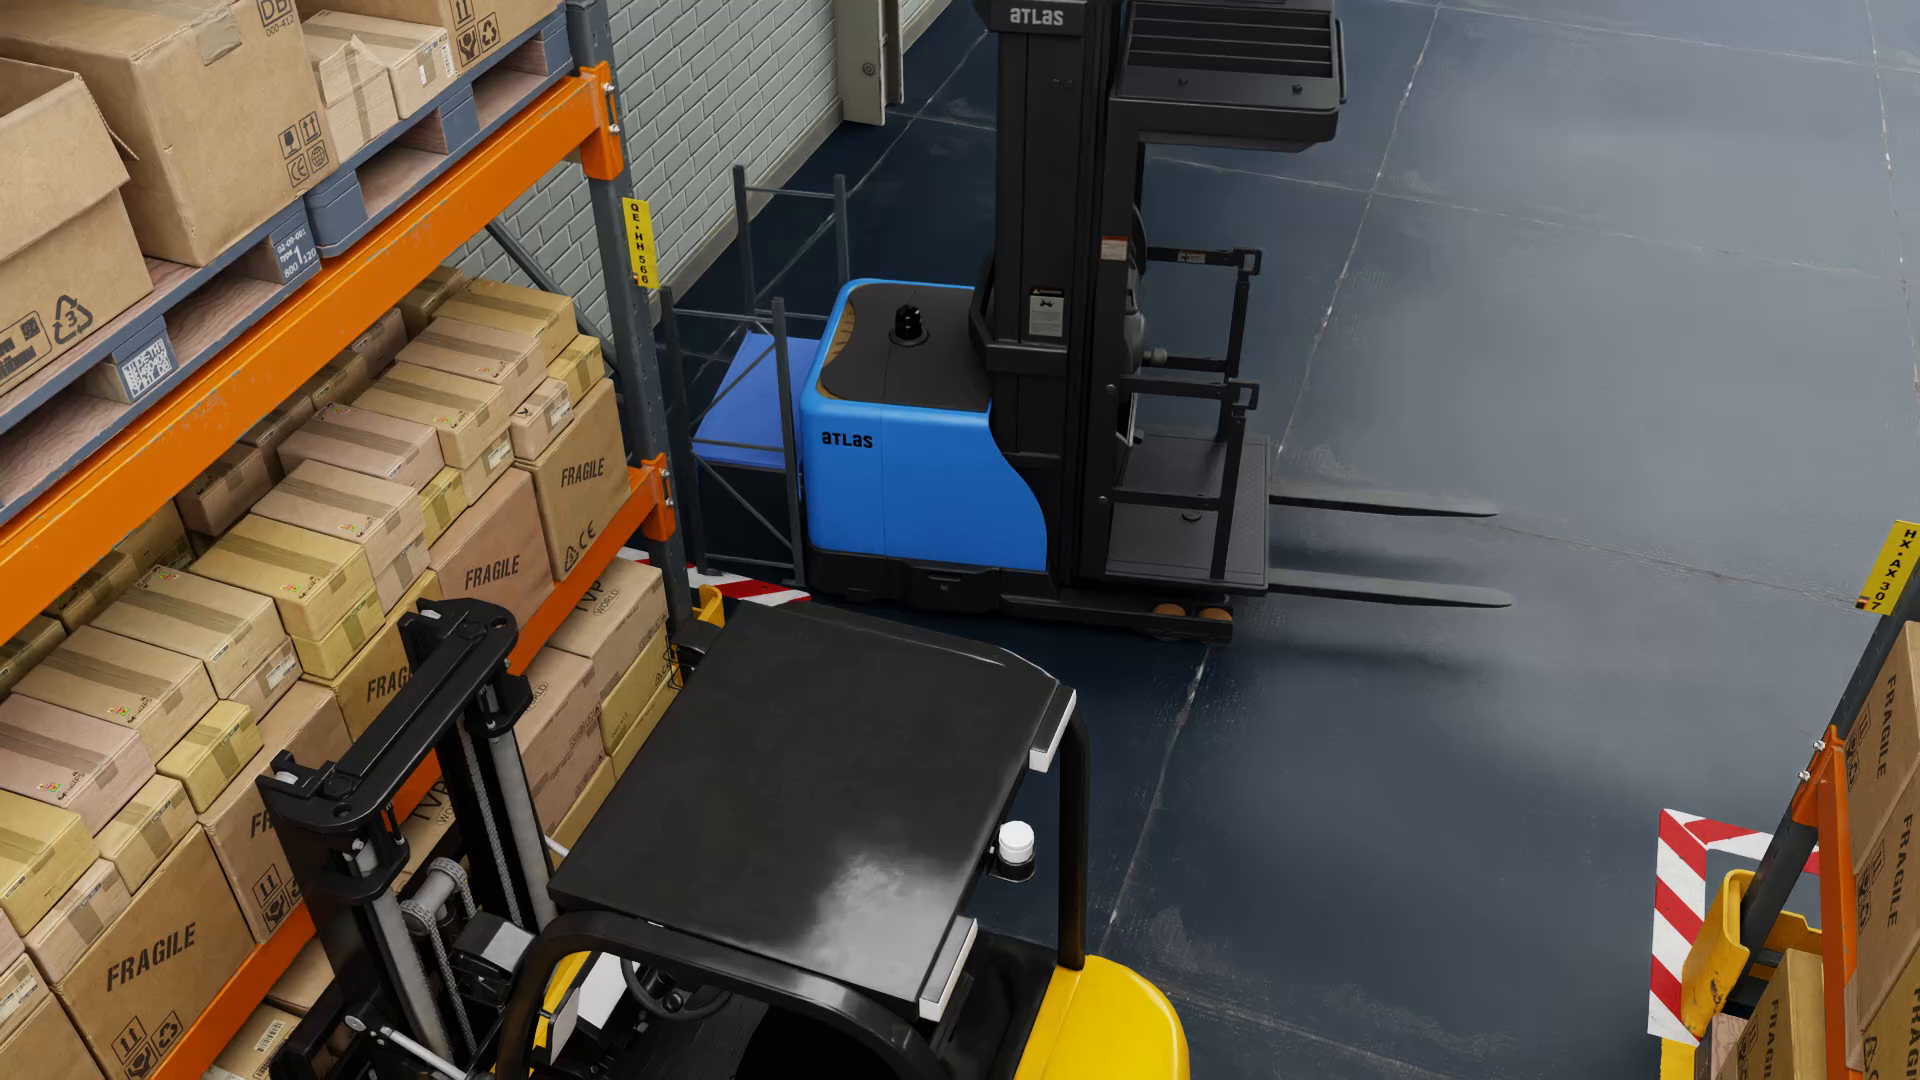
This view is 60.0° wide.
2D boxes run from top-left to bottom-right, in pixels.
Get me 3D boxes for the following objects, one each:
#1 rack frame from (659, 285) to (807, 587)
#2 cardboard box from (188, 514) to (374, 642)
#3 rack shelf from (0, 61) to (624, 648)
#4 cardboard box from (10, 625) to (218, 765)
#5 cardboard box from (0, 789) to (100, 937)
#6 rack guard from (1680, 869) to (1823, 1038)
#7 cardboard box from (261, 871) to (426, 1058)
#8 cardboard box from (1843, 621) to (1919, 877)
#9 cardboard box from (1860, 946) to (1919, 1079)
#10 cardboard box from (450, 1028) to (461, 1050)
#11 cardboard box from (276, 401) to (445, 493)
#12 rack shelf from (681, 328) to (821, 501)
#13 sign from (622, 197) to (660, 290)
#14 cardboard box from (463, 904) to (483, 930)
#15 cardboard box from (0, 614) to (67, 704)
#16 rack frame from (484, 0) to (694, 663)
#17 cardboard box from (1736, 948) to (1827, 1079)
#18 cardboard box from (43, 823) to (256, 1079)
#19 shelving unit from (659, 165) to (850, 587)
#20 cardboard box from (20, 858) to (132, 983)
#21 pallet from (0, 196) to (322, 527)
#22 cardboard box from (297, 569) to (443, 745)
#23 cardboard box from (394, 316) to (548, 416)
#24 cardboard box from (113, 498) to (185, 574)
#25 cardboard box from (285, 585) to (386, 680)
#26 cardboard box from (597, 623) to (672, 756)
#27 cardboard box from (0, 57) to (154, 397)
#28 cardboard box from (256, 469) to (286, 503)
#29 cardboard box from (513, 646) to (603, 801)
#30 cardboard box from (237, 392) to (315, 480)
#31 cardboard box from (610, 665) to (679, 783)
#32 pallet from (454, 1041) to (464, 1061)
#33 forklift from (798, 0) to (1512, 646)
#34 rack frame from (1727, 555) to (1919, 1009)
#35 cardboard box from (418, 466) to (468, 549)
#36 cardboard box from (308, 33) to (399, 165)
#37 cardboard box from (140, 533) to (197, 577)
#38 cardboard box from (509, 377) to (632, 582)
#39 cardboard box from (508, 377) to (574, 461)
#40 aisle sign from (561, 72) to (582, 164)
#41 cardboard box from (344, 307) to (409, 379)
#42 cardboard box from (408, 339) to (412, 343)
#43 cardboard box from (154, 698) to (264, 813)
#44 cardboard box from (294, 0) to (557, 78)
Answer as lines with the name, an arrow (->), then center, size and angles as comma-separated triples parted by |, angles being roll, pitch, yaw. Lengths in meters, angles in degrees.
rack frame -> -0.938, -0.397, 7.013 | 0.500, 1.500, 0.032 | 7, 41, 8
cardboard box -> -1.821, 0.099, 4.471 | 0.380, 0.149, 0.250 | 14, 42, 16
rack shelf -> -2.238, -0.217, 3.890 | 1.077, 0.370, 4.000 | 13, 42, 15
cardboard box -> -2.099, 0.384, 4.136 | 0.380, 0.149, 0.250 | 13, 42, 15
cardboard box -> -2.203, 0.708, 3.757 | 0.380, 0.149, 0.250 | 13, 42, 14
rack guard -> 3.086, 1.527, 5.528 | 1.175, 0.500, 0.348 | 13, 42, 15
cardboard box -> -1.931, 1.217, 4.991 | 0.500, 0.250, 0.500 | 12, 42, 14
cardboard box -> 2.689, 0.606, 4.376 | 0.500, 0.500, 0.500 | 13, 42, 14
cardboard box -> 2.342, 1.234, 3.640 | 0.500, 0.500, 0.500 | 13, 42, 14
cardboard box -> -1.933, 1.600, 5.313 | 0.500, 0.250, 0.500 | 15, 43, 16
cardboard box -> -1.752, -0.244, 4.872 | 0.380, 0.149, 0.250 | 14, 42, 15
rack shelf -> -0.846, -0.585, 7.510 | 0.538, 0.185, 1.000 | 7, 41, 8
sign -> -1.049, -0.971, 5.456 | 0.100, 0.325, 0.005 | 13, 42, 15
cardboard box -> -1.765, 1.116, 5.494 | 0.500, 0.250, 0.500 | 12, 42, 14
cardboard box -> -2.512, 0.289, 4.248 | 0.380, 0.149, 0.250 | 14, 43, 16
rack frame -> -1.554, -0.569, 6.060 | 1.000, 3.000, 0.127 | 13, 42, 15
cardboard box -> 2.569, 1.576, 4.762 | 0.500, 0.500, 0.500 | 12, 42, 14
cardboard box -> -2.190, 0.989, 4.156 | 0.500, 0.500, 0.500 | 13, 42, 15
shelving unit -> -0.846, -0.722, 7.394 | 0.538, 1.500, 1.048 | 7, 41, 8
cardboard box -> -2.170, 0.832, 3.840 | 0.380, 0.149, 0.250 | 13, 42, 15
pallet -> -2.235, -0.505, 3.741 | 1.003, 0.211, 1.213 | 13, 42, 15
cardboard box -> -1.836, 0.378, 4.873 | 0.500, 0.500, 0.500 | 13, 42, 14
cardboard box -> -1.533, -0.545, 5.225 | 0.380, 0.149, 0.250 | 13, 42, 15
cardboard box -> -2.415, -0.042, 4.635 | 0.380, 0.149, 0.250 | 12, 42, 14
cardboard box -> -1.825, 0.207, 4.573 | 0.380, 0.149, 0.250 | 14, 42, 15
cardboard box -> -1.427, 0.493, 6.225 | 0.500, 0.250, 0.500 | 13, 42, 15
cardboard box -> -2.156, -0.673, 3.390 | 0.797, 0.503, 0.637 | 15, 43, 16
cardboard box -> -2.180, -0.237, 5.094 | 0.380, 0.149, 0.250 | 12, 42, 14
cardboard box -> -1.587, 0.599, 5.715 | 0.500, 0.250, 0.500 | 14, 42, 16
cardboard box -> -2.166, -0.346, 4.992 | 0.380, 0.149, 0.250 | 14, 42, 15
cardboard box -> -1.418, 0.674, 6.398 | 0.500, 0.250, 0.500 | 14, 42, 15
pallet -> -2.195, 1.709, 5.538 | 1.003, 0.211, 1.213 | 13, 42, 15
forklift -> 0.887, -1.030, 6.652 | 3.031, 2.935, 1.130 | 5, 41, 6
rack frame -> 3.112, 0.530, 4.771 | 1.000, 3.000, 0.127 | 13, 42, 15
cardboard box -> -1.710, -0.125, 4.962 | 0.380, 0.149, 0.250 | 13, 42, 15
cardboard box -> -1.639, -1.130, 4.109 | 0.396, 0.266, 0.258 | 13, 42, 15
cardboard box -> -2.420, 0.064, 4.741 | 0.380, 0.149, 0.250 | 15, 43, 17
cardboard box -> -1.475, -0.249, 5.607 | 0.500, 0.500, 0.500 | 12, 42, 14
cardboard box -> -1.469, -0.418, 5.306 | 0.380, 0.149, 0.250 | 14, 42, 16
aisle sign -> -1.255, -1.533, 5.187 | 0.394, 0.787, 0.004 | 13, 42, 15
cardboard box -> -2.019, -0.662, 5.362 | 0.380, 0.149, 0.250 | 15, 43, 17
cardboard box -> -1.914, -0.705, 5.642 | 0.380, 0.149, 0.250 | 12, 42, 14
cardboard box -> -2.018, 0.511, 4.217 | 0.380, 0.149, 0.250 | 12, 42, 14
cardboard box -> -1.476, -1.622, 4.505 | 0.500, 0.500, 0.500 | 15, 43, 16
